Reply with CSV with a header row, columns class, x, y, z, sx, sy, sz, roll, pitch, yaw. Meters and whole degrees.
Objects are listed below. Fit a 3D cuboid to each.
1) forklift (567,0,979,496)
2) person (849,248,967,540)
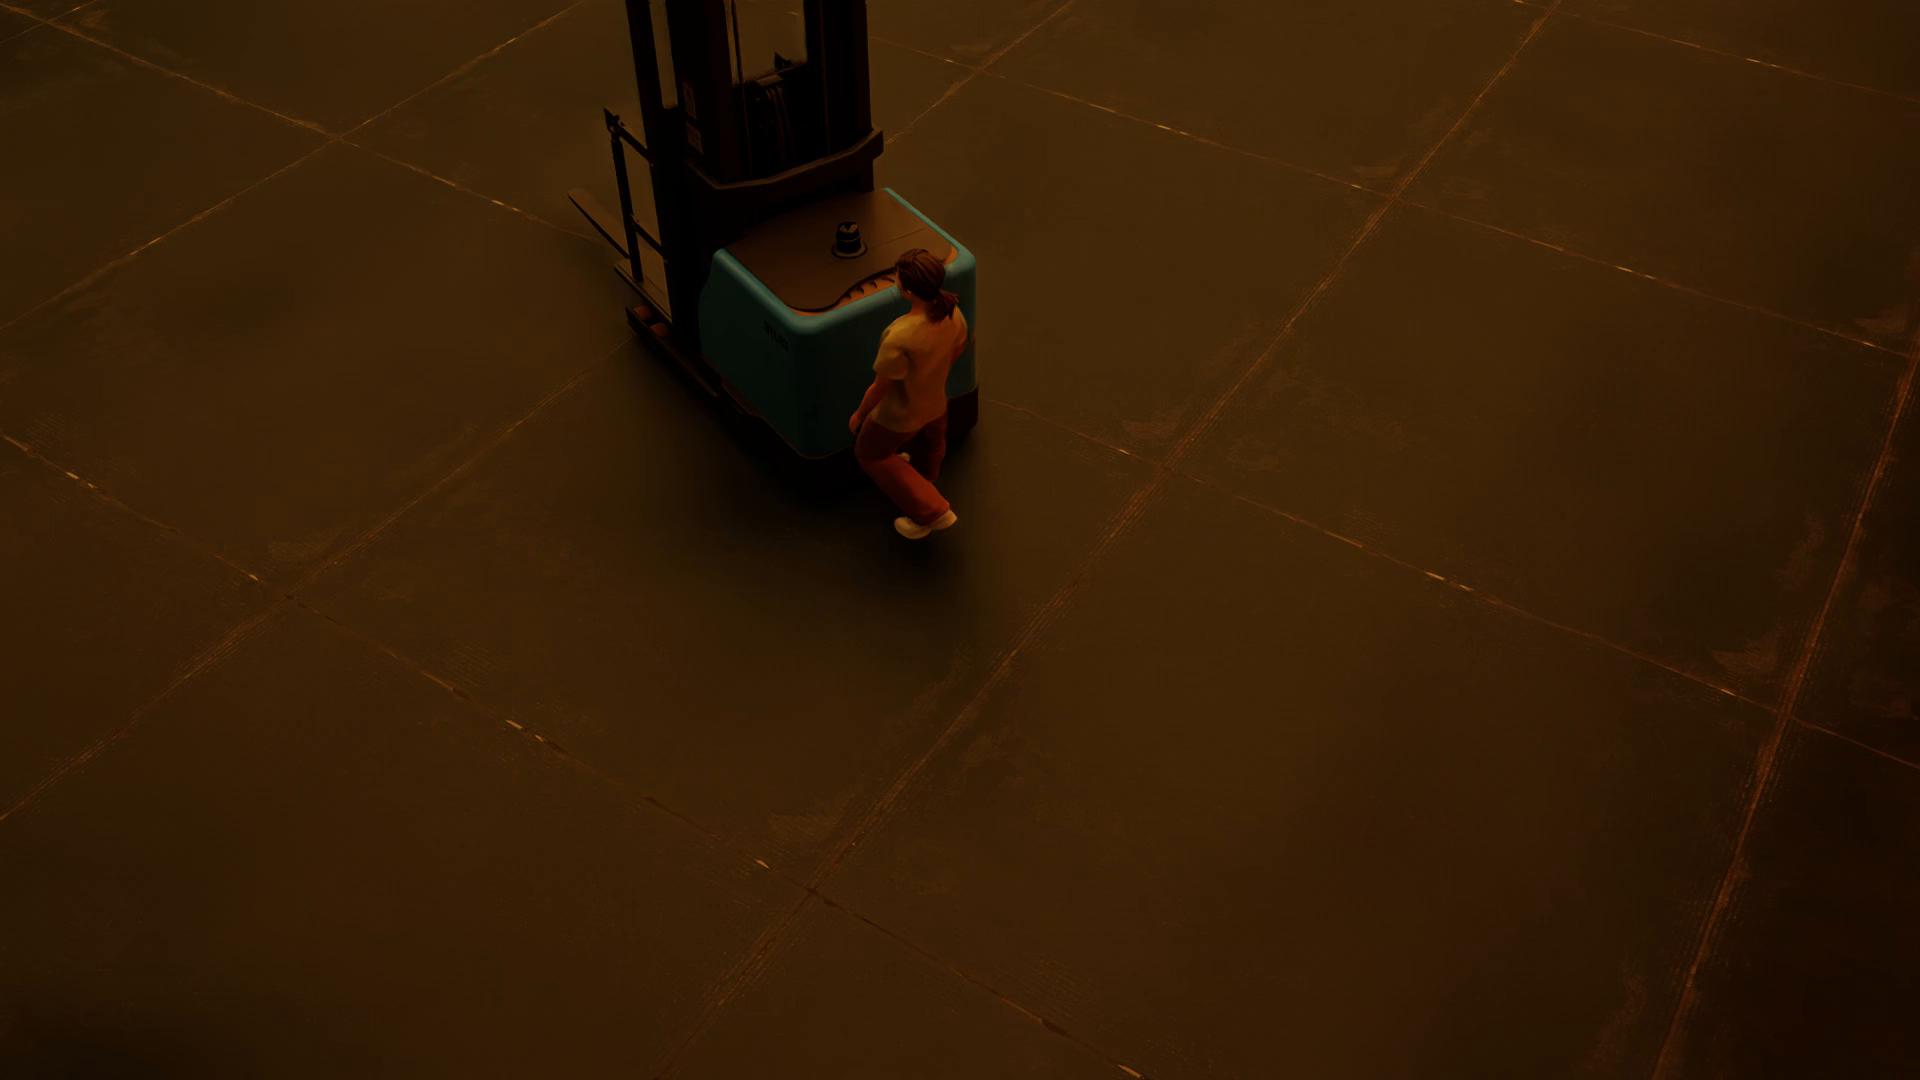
class,x,y,z,sx,sy,sz,roll,pitch,yaw
forklift,-1.171,-2.253,8.225,1.130,2.935,3.031,-26,49,-25
person,-0.284,-0.685,7.478,0.634,1.608,0.704,-33,52,-30
